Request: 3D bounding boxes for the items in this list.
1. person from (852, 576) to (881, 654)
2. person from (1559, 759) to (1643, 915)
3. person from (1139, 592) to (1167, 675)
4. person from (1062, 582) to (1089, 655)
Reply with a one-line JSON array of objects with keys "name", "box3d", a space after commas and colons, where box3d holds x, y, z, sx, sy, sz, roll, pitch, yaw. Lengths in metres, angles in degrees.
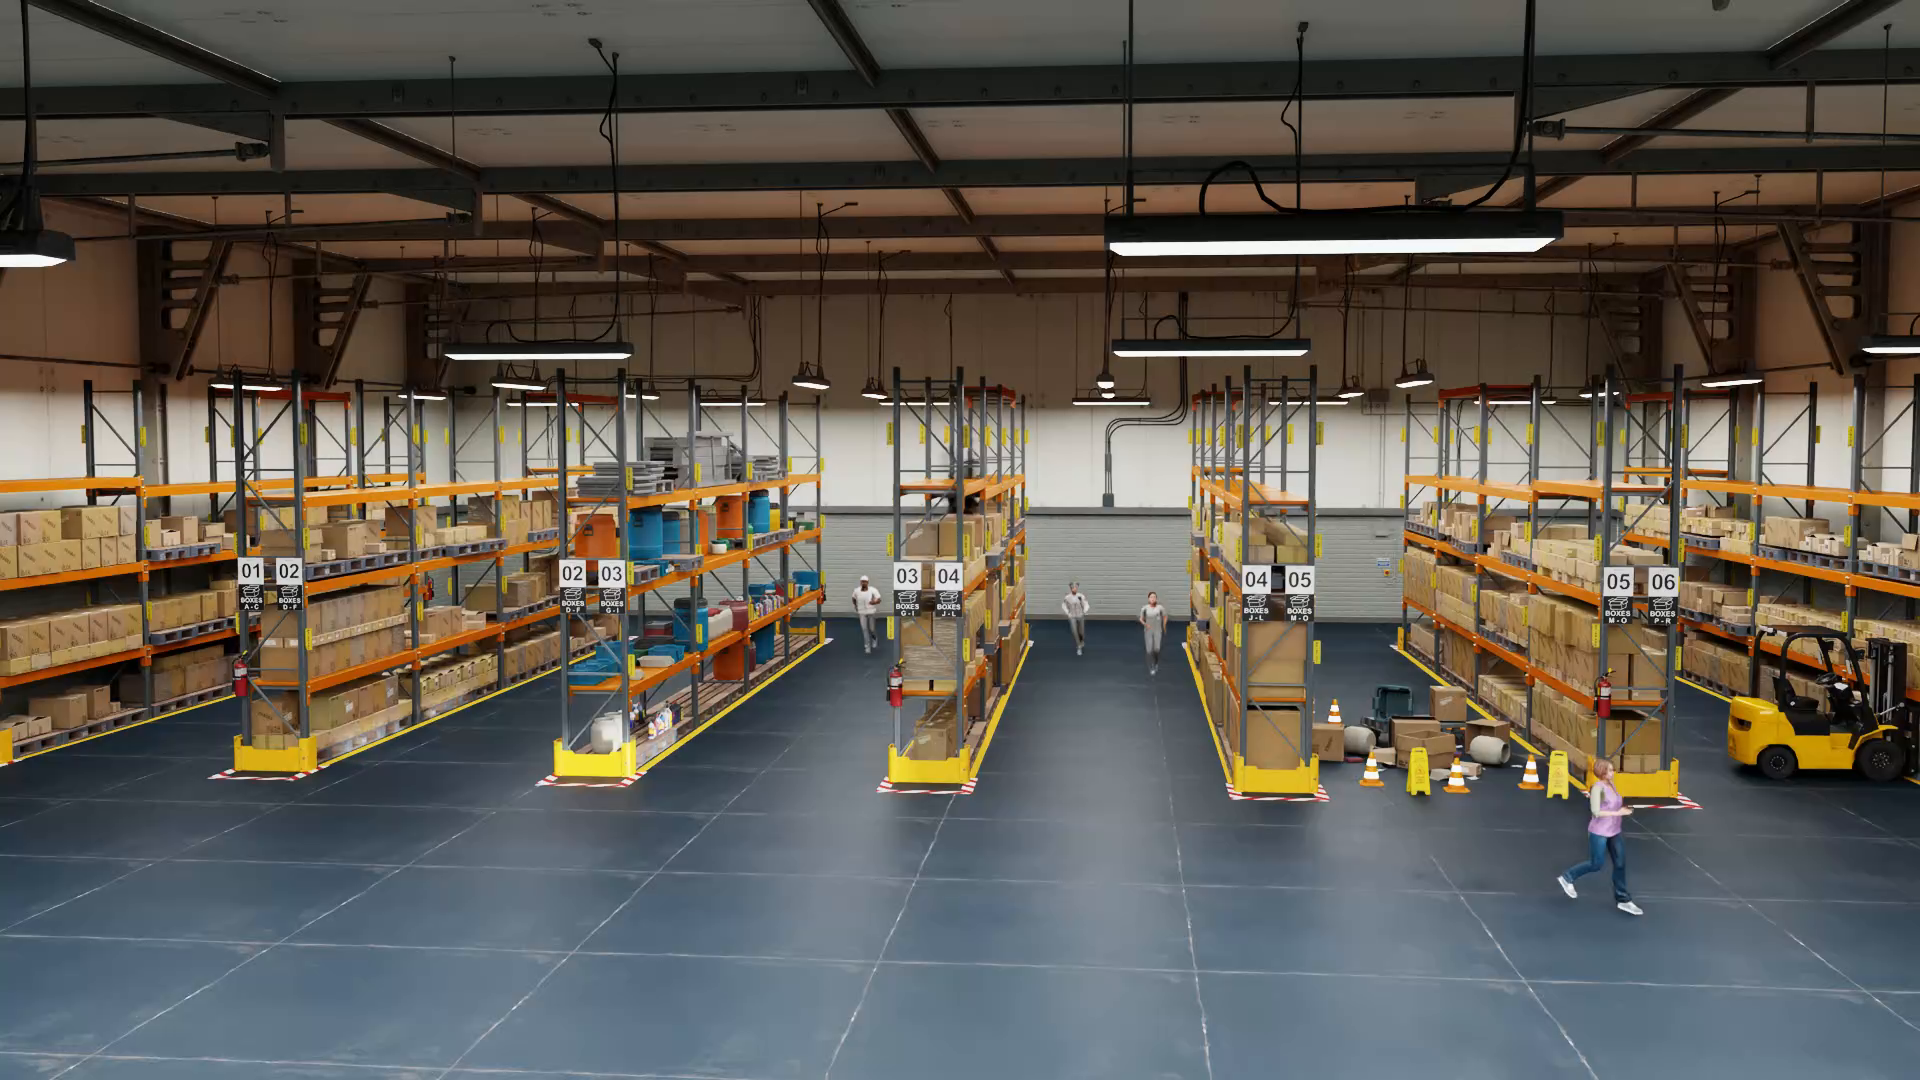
[{"name": "person", "box3d": [-2.176, 1.717, 38.696, 0.699, 1.771, 0.917, 0, 4, 2]}, {"name": "person", "box3d": [6.788, 3.101, 17.567, 0.544, 1.586, 0.879, -3, 5, -41]}, {"name": "person", "box3d": [3.835, 1.852, 32.947, 0.560, 1.643, 0.517, 0, 4, 5]}, {"name": "person", "box3d": [2.672, 1.790, 38.521, 0.636, 1.675, 0.692, 0, 4, 3]}]
